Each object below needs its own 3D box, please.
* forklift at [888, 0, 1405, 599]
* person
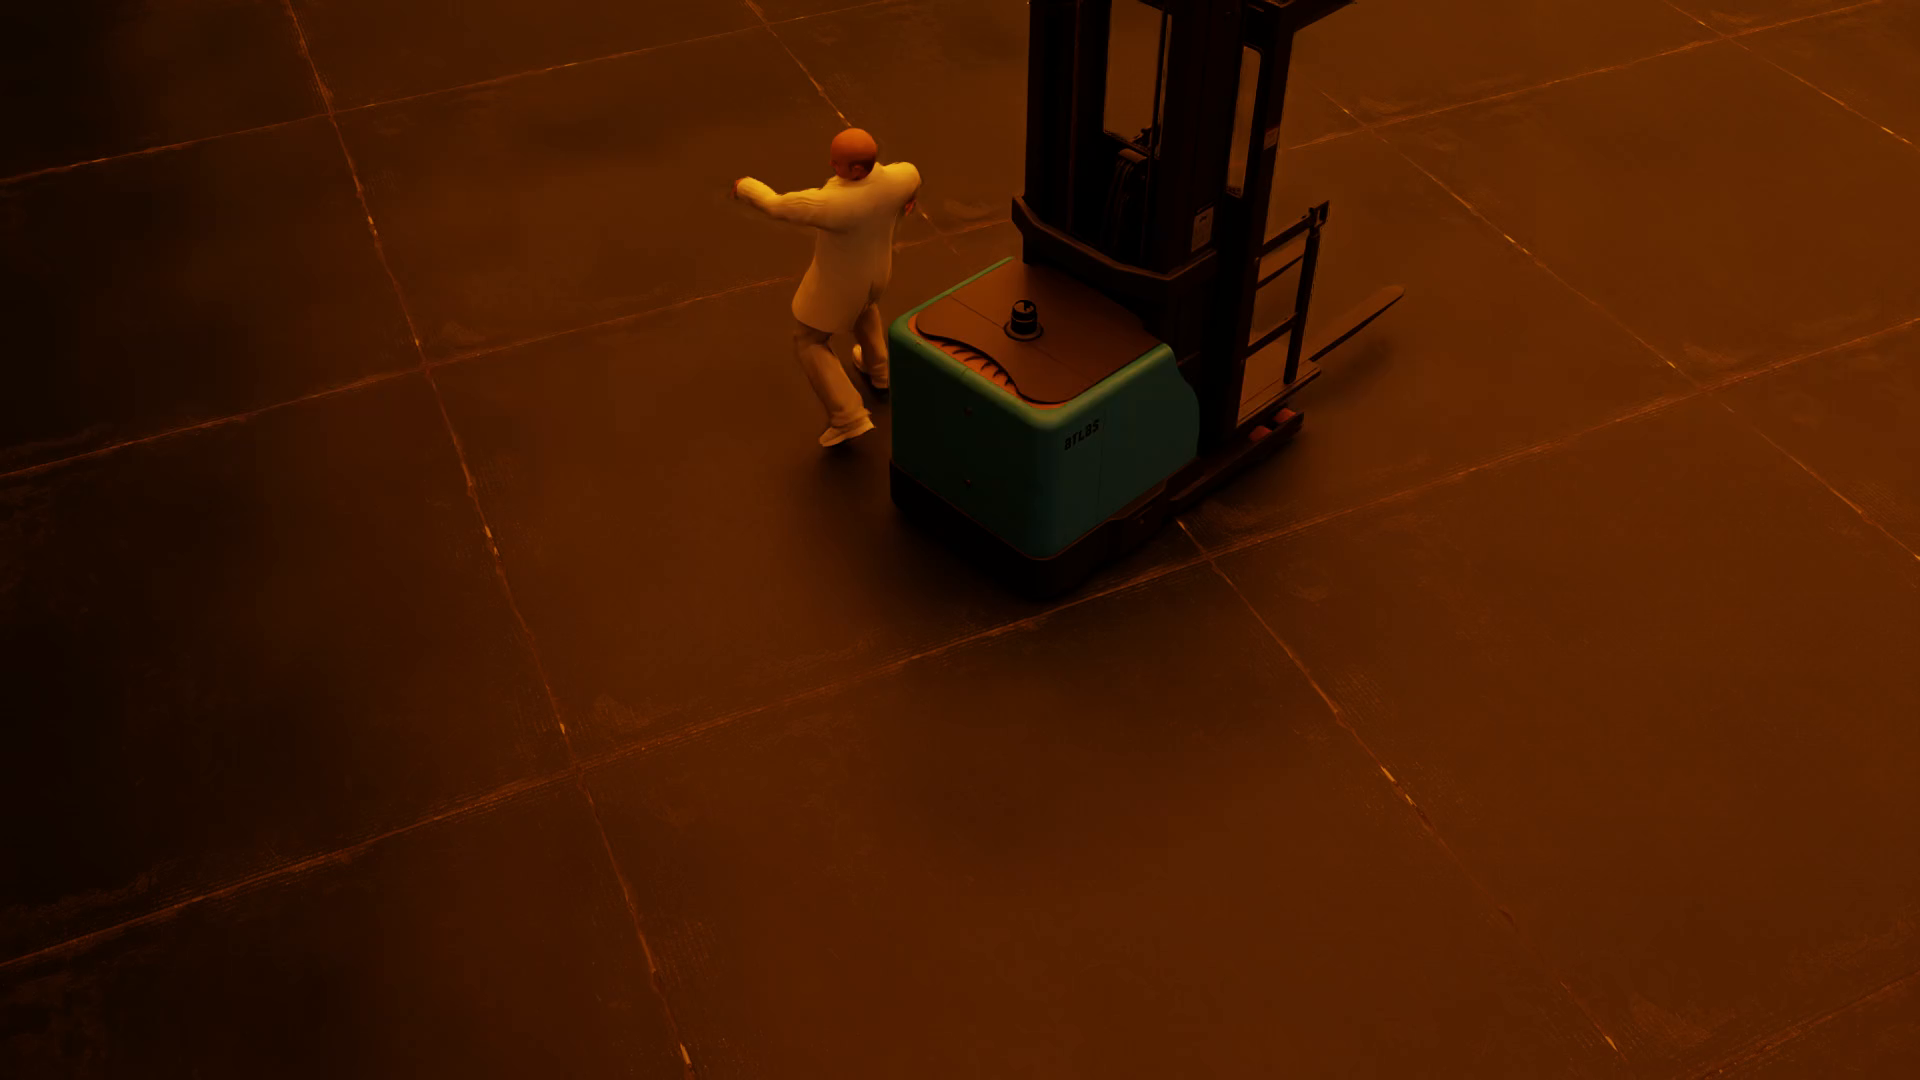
[{"bbox_3d":[1.077,-1.701,7.503,3.031,2.935,1.130,-33,52,-31],"label":"forklift"},{"bbox_3d":[-0.513,-1.380,8.171,0.938,1.707,0.916,-30,51,-28],"label":"person"}]
